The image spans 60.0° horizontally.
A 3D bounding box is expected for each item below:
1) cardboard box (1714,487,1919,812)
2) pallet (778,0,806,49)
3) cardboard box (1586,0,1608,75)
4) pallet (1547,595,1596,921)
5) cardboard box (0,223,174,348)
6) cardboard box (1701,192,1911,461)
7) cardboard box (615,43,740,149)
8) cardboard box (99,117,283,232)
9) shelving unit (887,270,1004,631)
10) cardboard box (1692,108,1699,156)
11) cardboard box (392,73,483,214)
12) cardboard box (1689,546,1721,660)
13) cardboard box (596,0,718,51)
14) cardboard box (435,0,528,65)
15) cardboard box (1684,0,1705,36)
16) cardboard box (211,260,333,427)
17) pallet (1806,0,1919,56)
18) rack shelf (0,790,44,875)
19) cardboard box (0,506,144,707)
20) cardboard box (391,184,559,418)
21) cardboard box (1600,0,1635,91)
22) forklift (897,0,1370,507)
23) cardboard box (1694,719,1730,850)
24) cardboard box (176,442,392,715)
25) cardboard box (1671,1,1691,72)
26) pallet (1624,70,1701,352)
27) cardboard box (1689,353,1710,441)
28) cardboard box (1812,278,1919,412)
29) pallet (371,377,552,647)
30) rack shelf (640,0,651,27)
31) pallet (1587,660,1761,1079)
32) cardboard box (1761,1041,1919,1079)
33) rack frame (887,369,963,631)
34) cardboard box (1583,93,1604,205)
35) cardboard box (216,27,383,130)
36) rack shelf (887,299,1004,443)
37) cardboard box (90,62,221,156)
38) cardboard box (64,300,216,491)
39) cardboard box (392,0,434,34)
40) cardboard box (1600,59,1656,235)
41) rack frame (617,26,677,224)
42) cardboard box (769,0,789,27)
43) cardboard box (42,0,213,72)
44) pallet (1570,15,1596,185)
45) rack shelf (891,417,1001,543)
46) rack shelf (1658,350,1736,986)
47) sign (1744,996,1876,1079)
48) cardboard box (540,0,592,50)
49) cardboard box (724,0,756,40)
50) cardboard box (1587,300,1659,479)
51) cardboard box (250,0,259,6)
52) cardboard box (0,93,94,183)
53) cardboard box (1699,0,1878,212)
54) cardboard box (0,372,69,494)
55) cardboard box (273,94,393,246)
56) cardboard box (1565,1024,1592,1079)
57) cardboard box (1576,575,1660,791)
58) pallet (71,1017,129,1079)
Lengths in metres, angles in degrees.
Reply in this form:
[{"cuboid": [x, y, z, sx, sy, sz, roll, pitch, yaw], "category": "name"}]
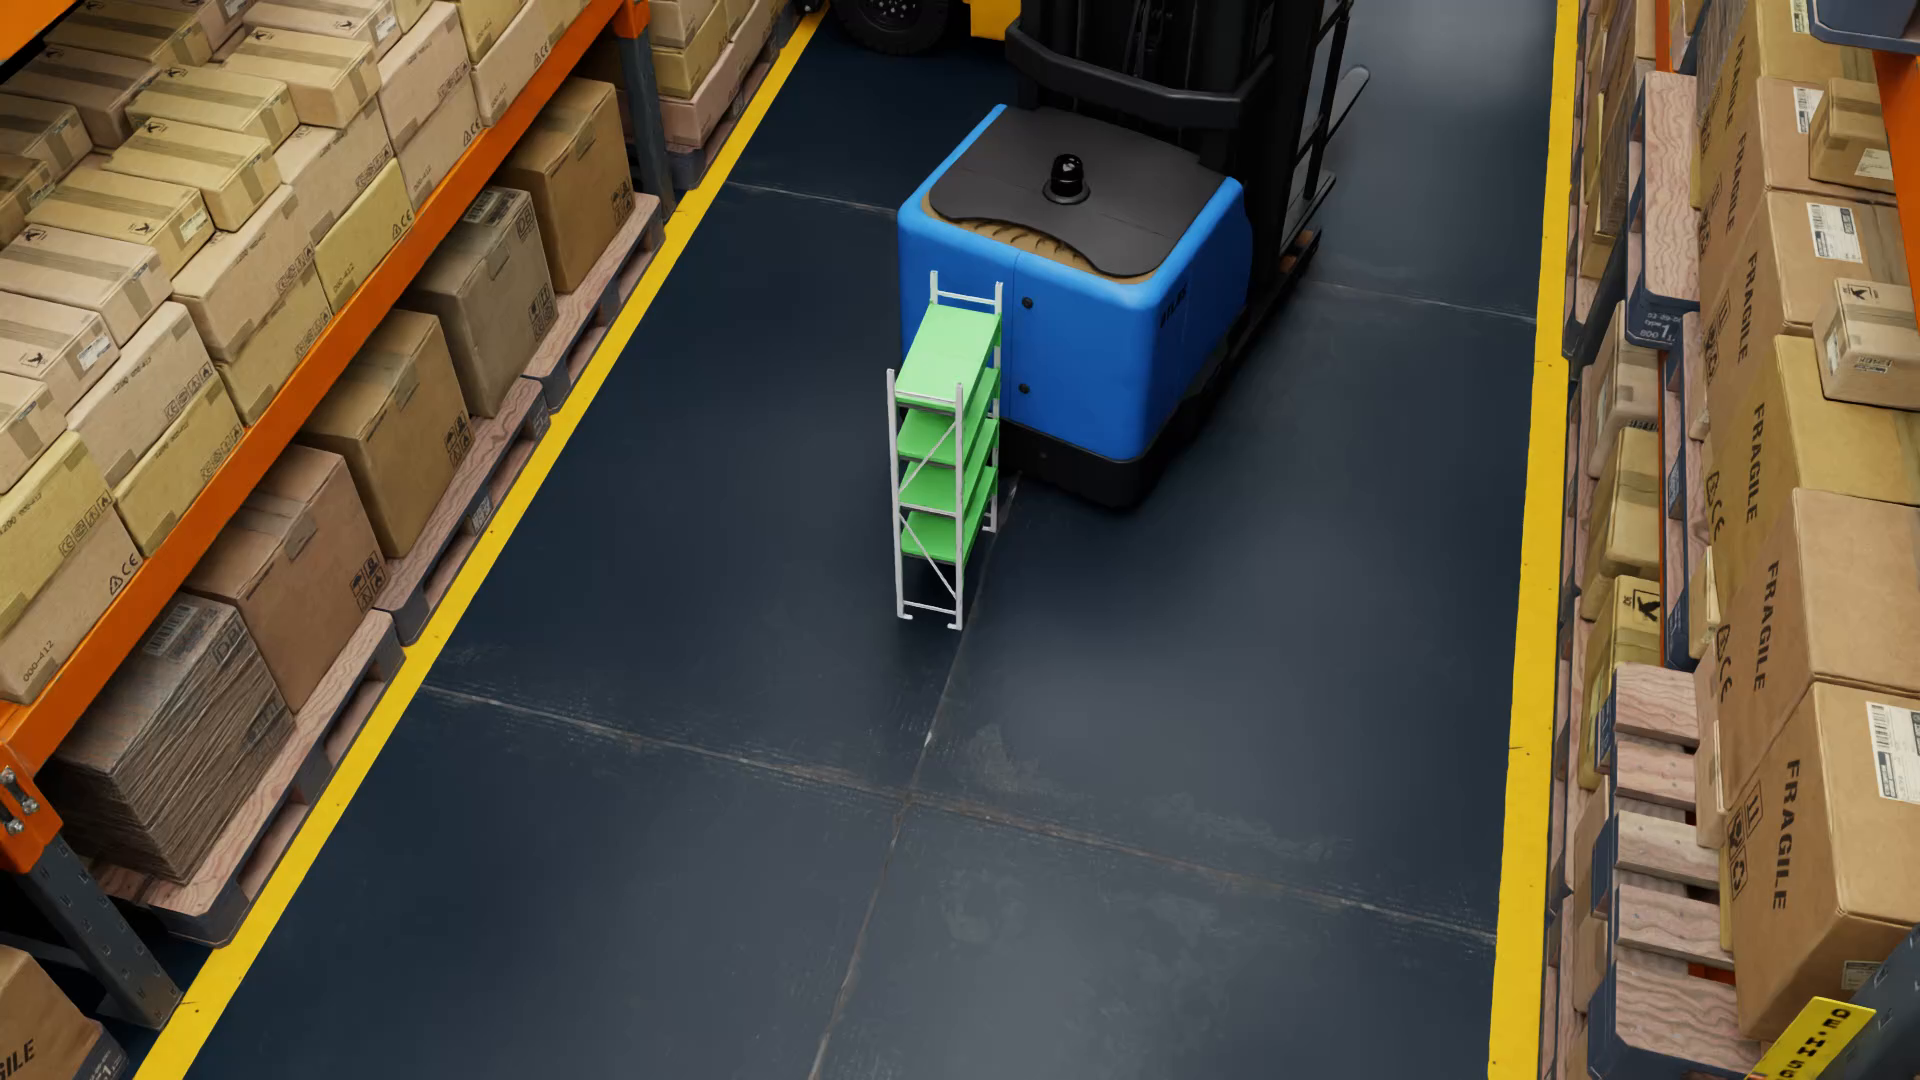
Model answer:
[{"cuboid": [1.922, 0.277, 3.460, 0.500, 0.500, 0.500, 11, 49, 9], "category": "cardboard box"}, {"cuboid": [-1.223, -3.092, 8.838, 1.003, 0.211, 1.213, 12, 50, 10], "category": "pallet"}, {"cuboid": [3.298, -2.414, 7.934, 0.500, 0.250, 0.500, 15, 50, 13], "category": "cardboard box"}, {"cuboid": [2.475, 0.786, 5.416, 1.003, 0.211, 1.213, 12, 50, 10], "category": "pallet"}, {"cuboid": [-2.308, -0.665, 4.337, 0.380, 0.149, 0.250, 12, 50, 10], "category": "cardboard box"}, {"cuboid": [2.198, -0.483, 4.130, 0.500, 0.500, 0.500, 10, 49, 8], "category": "cardboard box"}, {"cuboid": [-1.345, -2.076, 7.636, 0.500, 0.250, 0.500, 12, 50, 10], "category": "cardboard box"}, {"cuboid": [-2.147, -1.025, 4.655, 0.380, 0.149, 0.250, 13, 50, 11], "category": "cardboard box"}, {"cuboid": [-0.044, -0.277, 5.694, 0.258, 1.200, 0.503, 12, 50, 10], "category": "shelving unit"}, {"cuboid": [2.547, -1.304, 5.288, 0.380, 0.149, 0.250, 12, 50, 11], "category": "cardboard box"}, {"cuboid": [-1.959, -1.379, 5.567, 0.500, 0.250, 0.500, 12, 50, 10], "category": "cardboard box"}, {"cuboid": [1.961, 0.186, 3.972, 0.380, 0.149, 0.250, 12, 50, 11], "category": "cardboard box"}, {"cuboid": [-1.362, -2.411, 7.264, 0.500, 0.250, 0.500, 11, 49, 9], "category": "cardboard box"}, {"cuboid": [-1.803, -1.899, 5.692, 0.500, 0.250, 0.500, 10, 49, 9], "category": "cardboard box"}, {"cuboid": [2.875, -2.088, 5.827, 0.500, 0.500, 0.500, 10, 49, 9], "category": "cardboard box"}, {"cuboid": [-2.226, -0.629, 4.905, 0.500, 0.250, 0.500, 10, 49, 9], "category": "cardboard box"}, {"cuboid": [2.462, -1.340, 3.557, 1.213, 0.211, 1.003, 12, 50, 10], "category": "pallet"}, {"cuboid": [-3.371, 2.015, 2.951, 1.077, 0.370, 4.000, 12, 50, 10], "category": "rack shelf"}, {"cuboid": [-2.492, 0.107, 4.255, 0.500, 0.250, 0.500, 12, 50, 10], "category": "cardboard box"}, {"cuboid": [-2.130, -0.976, 6.415, 0.875, 0.625, 0.625, 11, 50, 10], "category": "cardboard box"}, {"cuboid": [3.160, -2.282, 7.317, 0.500, 0.500, 0.500, 14, 50, 12], "category": "cardboard box"}, {"cuboid": [0.922, -2.199, 6.236, 1.130, 2.935, 3.031, 23, 52, 19], "category": "forklift"}, {"cuboid": [1.828, 0.569, 3.635, 0.380, 0.149, 0.250, 11, 50, 10], "category": "cardboard box"}, {"cuboid": [-2.503, 0.055, 5.505, 0.875, 0.625, 0.625, 13, 50, 11], "category": "cardboard box"}, {"cuboid": [2.788, -1.795, 6.001, 0.380, 0.149, 0.250, 11, 50, 10], "category": "cardboard box"}, {"cuboid": [2.656, -0.998, 5.258, 1.003, 0.211, 1.213, 12, 50, 10], "category": "pallet"}, {"cuboid": [2.177, -0.367, 4.461, 0.380, 0.149, 0.250, 13, 50, 11], "category": "cardboard box"}, {"cuboid": [2.103, -0.417, 3.639, 0.380, 0.149, 0.250, 9, 49, 8], "category": "cardboard box"}, {"cuboid": [-2.267, -0.214, 6.298, 1.003, 0.211, 1.213, 12, 50, 10], "category": "pallet"}, {"cuboid": [-1.266, -3.771, 8.058, 1.077, 0.370, 4.000, 12, 50, 10], "category": "rack shelf"}, {"cuboid": [2.030, 0.834, 3.641, 1.213, 0.211, 1.003, 12, 50, 10], "category": "pallet"}, {"cuboid": [1.804, 0.968, 3.282, 0.380, 0.149, 0.250, 13, 50, 11], "category": "cardboard box"}, {"cuboid": [-0.108, -0.101, 5.539, 0.240, 1.200, 0.015, 12, 50, 10], "category": "rack frame"}, {"cuboid": [3.024, -1.683, 7.288, 0.500, 0.250, 0.500, 10, 49, 9], "category": "cardboard box"}, {"cuboid": [-1.970, -1.382, 4.970, 0.380, 0.149, 0.250, 10, 49, 9], "category": "cardboard box"}, {"cuboid": [-0.044, -0.553, 5.382, 0.258, 0.148, 0.480, 12, 50, 10], "category": "rack shelf"}, {"cuboid": [-2.587, -1.259, 5.127, 0.500, 0.250, 0.500, 11, 49, 9], "category": "cardboard box"}, {"cuboid": [-2.359, -0.420, 4.387, 0.500, 0.250, 0.500, 13, 50, 11], "category": "cardboard box"}, {"cuboid": [-1.904, -1.769, 5.311, 0.380, 0.149, 0.250, 10, 49, 9], "category": "cardboard box"}, {"cuboid": [2.894, -1.544, 6.666, 0.500, 0.500, 0.500, 11, 49, 10], "category": "cardboard box"}, {"cuboid": [-1.792, -2.563, 6.511, 1.000, 3.000, 0.127, 12, 50, 10], "category": "rack frame"}, {"cuboid": [-1.106, -2.821, 8.293, 0.500, 0.250, 0.500, 12, 50, 11], "category": "cardboard box"}, {"cuboid": [-2.538, -1.505, 5.078, 0.380, 0.149, 0.250, 12, 50, 10], "category": "cardboard box"}, {"cuboid": [3.459, -2.041, 7.911, 1.003, 0.211, 1.213, 12, 50, 10], "category": "pallet"}, {"cuboid": [-0.044, -0.235, 5.742, 0.258, 0.148, 0.480, 12, 50, 10], "category": "rack shelf"}, {"cuboid": [2.471, 0.099, 4.642, 1.077, 0.370, 4.000, 12, 50, 10], "category": "rack shelf"}, {"cuboid": [1.419, 0.850, 2.780, 0.100, 0.325, 0.005, 12, 50, 10], "category": "sign"}, {"cuboid": [-1.672, -2.097, 6.200, 0.500, 0.250, 0.500, 13, 50, 11], "category": "cardboard box"}, {"cuboid": [-1.236, -2.611, 7.774, 0.500, 0.250, 0.500, 11, 50, 10], "category": "cardboard box"}, {"cuboid": [2.862, -0.475, 6.142, 0.950, 0.372, 0.625, 12, 50, 11], "category": "cardboard box"}, {"cuboid": [-2.416, -1.870, 5.401, 0.380, 0.149, 0.250, 12, 50, 10], "category": "cardboard box"}, {"cuboid": [-2.740, -1.141, 4.757, 0.380, 0.149, 0.250, 11, 49, 9], "category": "cardboard box"}, {"cuboid": [2.466, -1.211, 4.773, 0.500, 0.500, 0.500, 12, 50, 10], "category": "cardboard box"}, {"cuboid": [-2.408, -0.283, 4.000, 0.380, 0.149, 0.250, 13, 50, 11], "category": "cardboard box"}, {"cuboid": [-2.094, -1.169, 5.048, 0.500, 0.250, 0.500, 12, 50, 11], "category": "cardboard box"}, {"cuboid": [2.103, 1.631, 4.282, 0.950, 0.372, 0.625, 9, 49, 7], "category": "cardboard box"}, {"cuboid": [2.495, 0.549, 5.238, 0.950, 0.372, 0.625, 13, 50, 11], "category": "cardboard box"}, {"cuboid": [-3.078, 1.786, 4.533, 1.003, 0.211, 1.213, 12, 50, 10], "category": "pallet"}]
